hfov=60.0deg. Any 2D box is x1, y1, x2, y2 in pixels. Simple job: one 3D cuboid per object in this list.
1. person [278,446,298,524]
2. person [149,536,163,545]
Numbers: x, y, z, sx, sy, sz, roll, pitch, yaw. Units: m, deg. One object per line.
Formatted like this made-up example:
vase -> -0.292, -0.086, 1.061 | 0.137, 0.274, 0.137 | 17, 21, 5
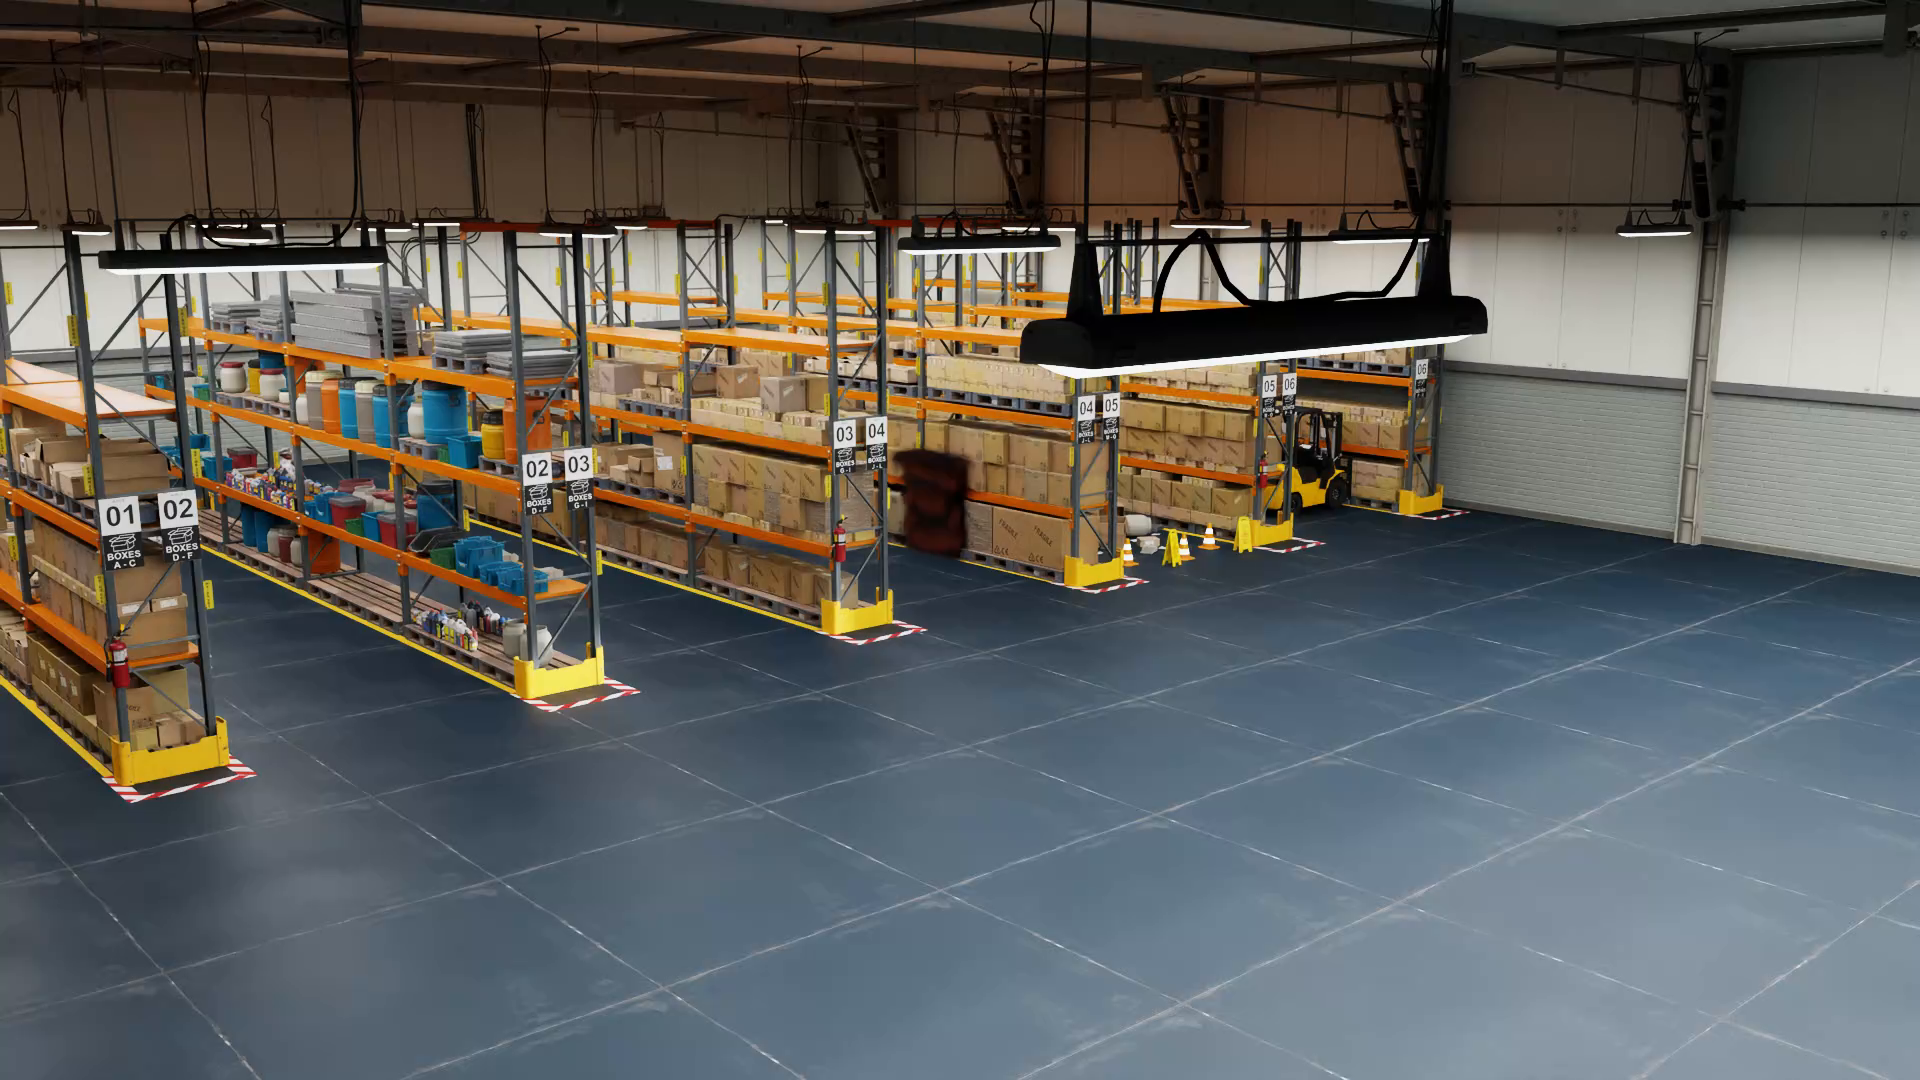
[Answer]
person -> -13.122, -0.995, 32.603 | 0.503, 1.701, 0.492 | -7, 14, -32
person -> -12.460, 0.392, 25.739 | 0.362, 1.701, 0.562 | -10, 15, -40
